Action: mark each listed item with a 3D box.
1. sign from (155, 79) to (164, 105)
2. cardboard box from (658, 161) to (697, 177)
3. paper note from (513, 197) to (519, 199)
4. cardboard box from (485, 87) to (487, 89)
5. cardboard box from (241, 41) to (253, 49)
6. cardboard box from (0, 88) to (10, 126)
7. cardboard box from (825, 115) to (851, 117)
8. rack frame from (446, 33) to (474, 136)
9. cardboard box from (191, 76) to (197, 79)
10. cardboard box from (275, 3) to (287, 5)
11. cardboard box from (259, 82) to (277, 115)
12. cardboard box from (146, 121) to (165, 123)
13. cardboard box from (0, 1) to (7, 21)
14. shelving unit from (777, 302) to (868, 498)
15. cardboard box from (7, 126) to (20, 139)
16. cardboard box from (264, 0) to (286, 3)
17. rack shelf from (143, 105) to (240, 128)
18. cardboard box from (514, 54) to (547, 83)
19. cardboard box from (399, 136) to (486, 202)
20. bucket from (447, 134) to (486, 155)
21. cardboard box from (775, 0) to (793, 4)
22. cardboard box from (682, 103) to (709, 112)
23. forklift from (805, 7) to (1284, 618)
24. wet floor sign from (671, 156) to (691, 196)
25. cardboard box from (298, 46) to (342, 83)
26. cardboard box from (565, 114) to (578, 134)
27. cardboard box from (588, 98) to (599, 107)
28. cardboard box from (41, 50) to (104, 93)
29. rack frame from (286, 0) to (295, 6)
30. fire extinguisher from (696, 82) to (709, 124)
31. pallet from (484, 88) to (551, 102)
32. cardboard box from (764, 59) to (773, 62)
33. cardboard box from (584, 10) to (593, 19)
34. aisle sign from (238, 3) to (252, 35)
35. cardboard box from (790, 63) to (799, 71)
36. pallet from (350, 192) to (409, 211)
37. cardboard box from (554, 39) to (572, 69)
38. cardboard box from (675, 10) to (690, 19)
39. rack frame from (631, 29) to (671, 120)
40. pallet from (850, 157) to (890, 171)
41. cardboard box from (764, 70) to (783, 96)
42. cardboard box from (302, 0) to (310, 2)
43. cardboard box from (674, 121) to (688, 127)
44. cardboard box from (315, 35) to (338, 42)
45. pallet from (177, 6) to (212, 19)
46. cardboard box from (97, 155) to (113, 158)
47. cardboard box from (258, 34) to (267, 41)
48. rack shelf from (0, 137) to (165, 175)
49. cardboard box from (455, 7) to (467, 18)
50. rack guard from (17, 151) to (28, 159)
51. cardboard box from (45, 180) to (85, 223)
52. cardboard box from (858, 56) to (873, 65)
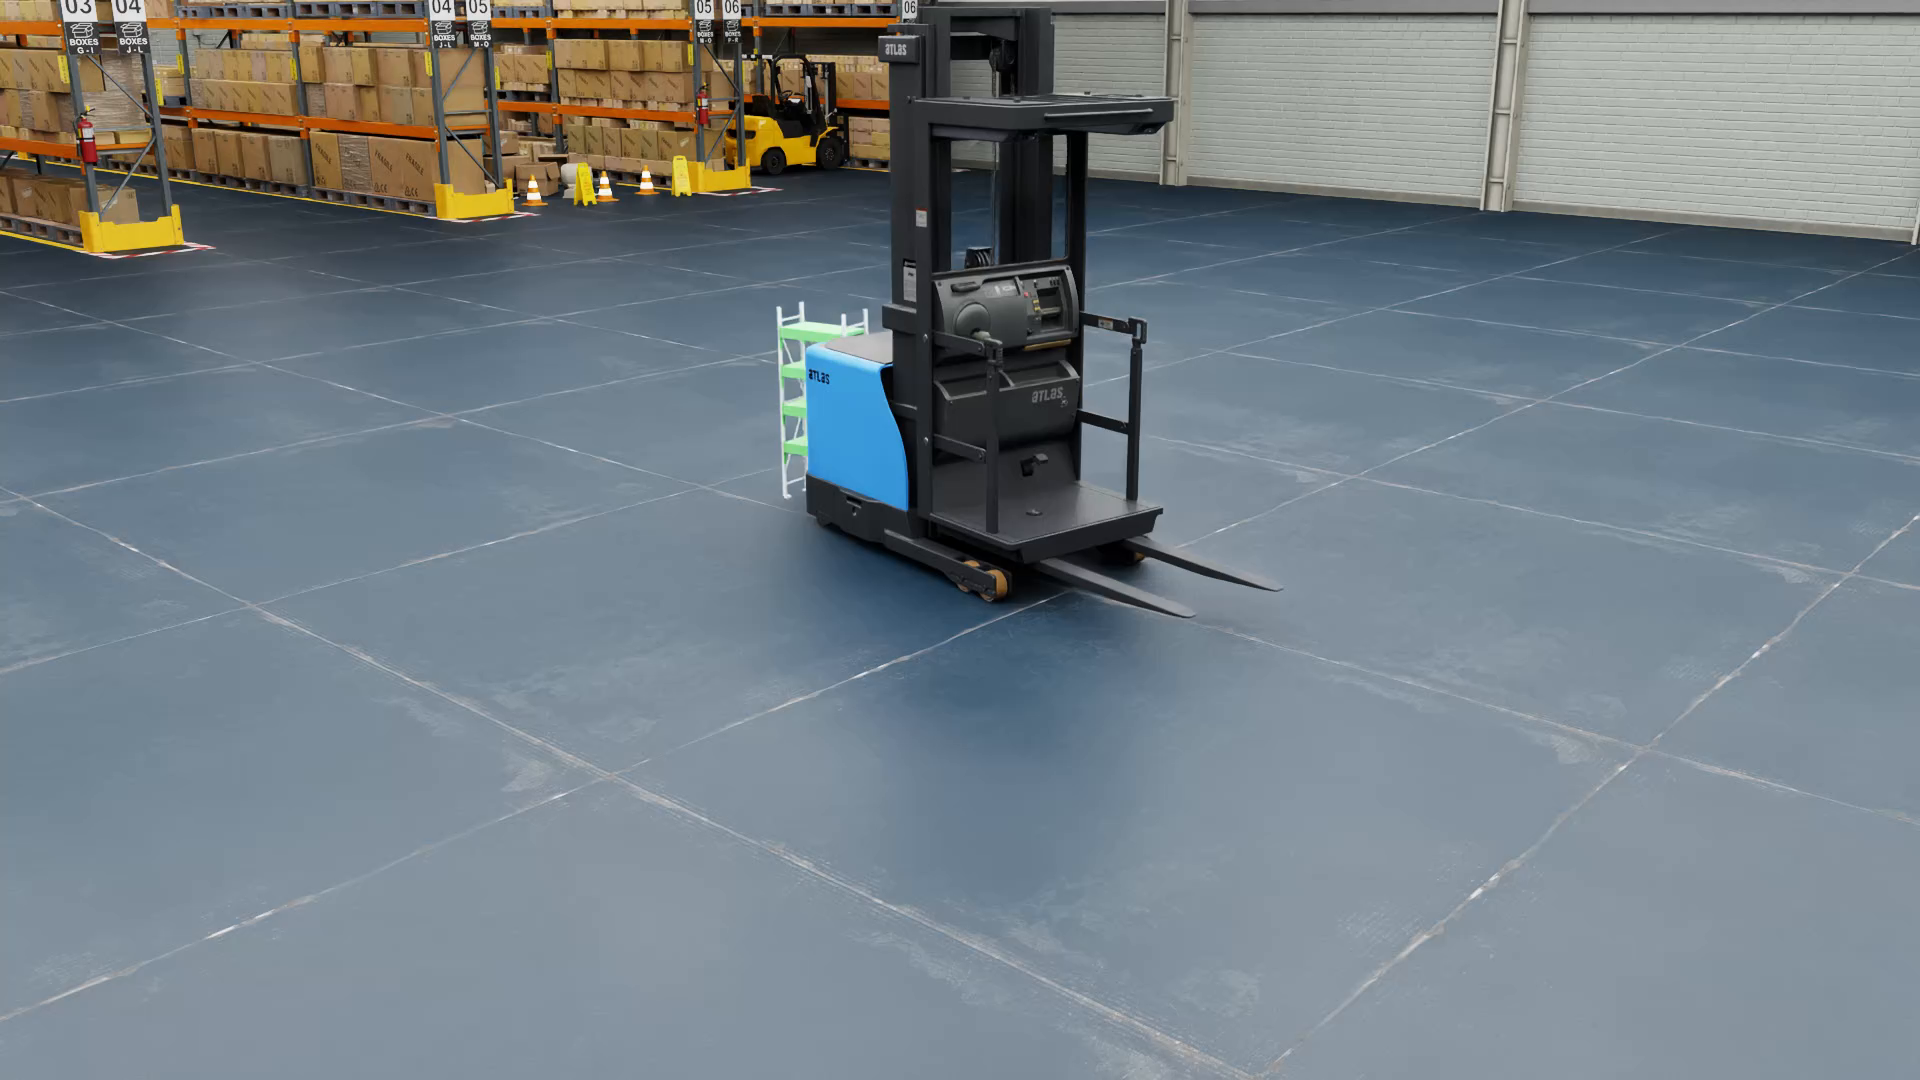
[{"bbox_3d":[-10.297,-5.752,21.347,0.005,0.325,0.100,15,23,39],"label":"sign"},{"bbox_3d":[-4.880,-6.455,28.843,0.500,0.250,0.500,15,23,39],"label":"cardboard box"},{"bbox_3d":[-7.304,-5.593,27.188,0.144,0.017,0.142,-9,20,-27],"label":"paper note"},{"bbox_3d":[-8.918,-8.770,32.008,0.250,0.149,0.380,16,24,41],"label":"cardboard box"},{"bbox_3d":[-15.876,-11.035,37.605,0.500,0.500,0.500,14,23,38],"label":"cardboard box"},{"bbox_3d":[-12.562,-5.919,22.647,0.500,0.500,0.875,15,23,39],"label":"cardboard box"},{"bbox_3d":[-2.482,-8.274,32.924,0.500,0.250,0.500,14,23,38],"label":"cardboard box"},{"bbox_3d":[-10.062,-9.065,33.217,0.127,3.000,1.000,15,23,39],"label":"rack frame"},{"bbox_3d":[-13.705,-8.344,30.173,0.250,0.149,0.380,16,24,42],"label":"cardboard box"},{"bbox_3d":[-14.638,-11.958,36.349,0.500,0.500,0.500,16,23,40],"label":"cardboard box"},{"bbox_3d":[-11.226,-7.315,27.538,0.500,0.500,0.500,15,23,39],"label":"cardboard box"},{"bbox_3d":[-15.109,-7.676,31.039,0.500,0.250,0.500,16,24,41],"label":"cardboard box"},{"bbox_3d":[-12.319,-6.919,21.742,0.500,0.250,0.500,15,23,38],"label":"cardboard box"},{"bbox_3d":[-0.835,-0.830,10.239,0.503,1.200,0.258,11,20,31],"label":"shelving unit"},{"bbox_3d":[-12.557,-5.491,22.370,0.250,0.149,0.380,15,23,39],"label":"cardboard box"},{"bbox_3d":[-10.915,-8.834,26.917,0.500,0.250,0.500,15,23,40],"label":"cardboard box"},{"bbox_3d":[-14.768,-7.984,30.998,4.000,0.370,1.077,15,23,39],"label":"rack shelf"},{"bbox_3d":[-7.940,-8.792,31.004,0.500,0.500,0.500,15,23,40],"label":"cardboard box"},{"bbox_3d":[-7.840,-5.627,25.203,0.875,0.875,0.875,15,23,40],"label":"cardboard box"},{"bbox_3d":[-8.649,-6.780,28.916,0.726,0.611,0.620,-9,10,-27],"label":"bucket"},{"bbox_3d":[-3.318,-10.799,33.008,0.500,0.311,0.500,16,23,40],"label":"cardboard box"},{"bbox_3d":[-4.501,-7.366,28.278,0.250,0.149,0.380,16,24,41],"label":"cardboard box"},{"bbox_3d":[0.389,-1.247,8.696,1.130,2.935,3.031,-13,22,-36],"label":"forklift"},{"bbox_3d":[-4.647,-6.057,27.629,0.267,0.644,0.232,-9,20,-27],"label":"wet floor sign"},{"bbox_3d":[-10.028,-7.626,26.650,0.550,0.550,0.875,15,23,39],"label":"cardboard box"},{"bbox_3d":[-8.775,-9.647,38.488,0.500,0.500,0.500,14,22,38],"label":"cardboard box"},{"bbox_3d":[-6.444,-7.864,29.846,0.250,0.149,0.380,16,24,41],"label":"cardboard box"},{"bbox_3d":[-11.232,-5.937,21.051,0.500,0.500,0.500,15,23,39],"label":"cardboard box"},{"bbox_3d":[-10.281,-9.981,26.186,0.127,3.000,1.000,15,23,39],"label":"rack frame"},{"bbox_3d":[-4.299,-7.295,27.766,0.183,0.674,0.296,15,23,39],"label":"fire extinguisher"},{"bbox_3d":[-8.555,-8.586,32.023,1.213,0.211,1.003,15,23,39],"label":"pallet"},{"bbox_3d":[-3.737,-9.753,33.656,0.250,0.149,0.380,16,23,40],"label":"cardboard box"},{"bbox_3d":[-6.422,-9.305,29.428,0.250,0.149,0.380,16,24,41],"label":"cardboard box"},{"bbox_3d":[-16.292,-11.859,37.724,0.004,0.787,0.394,15,23,39],"label":"aisle sign"},{"bbox_3d":[-3.172,-9.455,33.208,0.250,0.149,0.380,16,23,40],"label":"cardboard box"},{"bbox_3d":[-8.847,-5.377,26.207,1.213,0.211,1.003,15,23,39],"label":"pallet"},{"bbox_3d":[-6.886,-8.791,30.042,0.500,0.500,0.700,15,23,39],"label":"cardboard box"},{"bbox_3d":[-4.531,-8.777,27.766,0.250,0.149,0.380,15,23,39],"label":"cardboard box"},{"bbox_3d":[-6.771,-10.189,36.758,0.127,3.000,1.000,15,23,39],"label":"rack frame"},{"bbox_3d":[-1.387,-7.398,32.572,1.213,0.211,1.003,15,23,39],"label":"pallet"},{"bbox_3d":[-3.620,-9.285,33.745,0.500,0.500,0.500,14,22,38],"label":"cardboard box"},{"bbox_3d":[-10.039,-8.478,25.964,0.250,0.149,0.380,15,23,39],"label":"cardboard box"},{"bbox_3d":[-5.819,-9.000,36.242,0.625,0.625,0.875,16,24,41],"label":"cardboard box"},{"bbox_3d":[-13.496,-10.692,35.451,0.250,0.149,0.380,14,23,38],"label":"cardboard box"},{"bbox_3d":[-12.756,-9.147,28.830,1.003,0.211,1.213,16,24,42],"label":"pallet"},{"bbox_3d":[-16.784,-7.571,32.528,0.250,0.149,0.380,15,23,40],"label":"cardboard box"},{"bbox_3d":[-15.394,-11.208,37.077,0.250,0.149,0.380,14,22,38],"label":"cardboard box"},{"bbox_3d":[-12.153,-5.275,22.465,4.000,0.370,1.077,15,23,39],"label":"rack shelf"},{"bbox_3d":[-9.360,-10.350,32.141,0.500,0.500,0.700,15,23,39],"label":"cardboard box"},{"bbox_3d":[-19.199,-8.325,35.016,0.348,0.500,1.175,15,23,39],"label":"rack guard"},{"bbox_3d":[-12.038,-4.597,22.576,0.500,0.500,0.500,-16,23,-41],"label":"cardboard box"},{"bbox_3d":[-1.750,-9.261,32.105,0.250,0.149,0.380,15,23,40],"label":"cardboard box"}]
